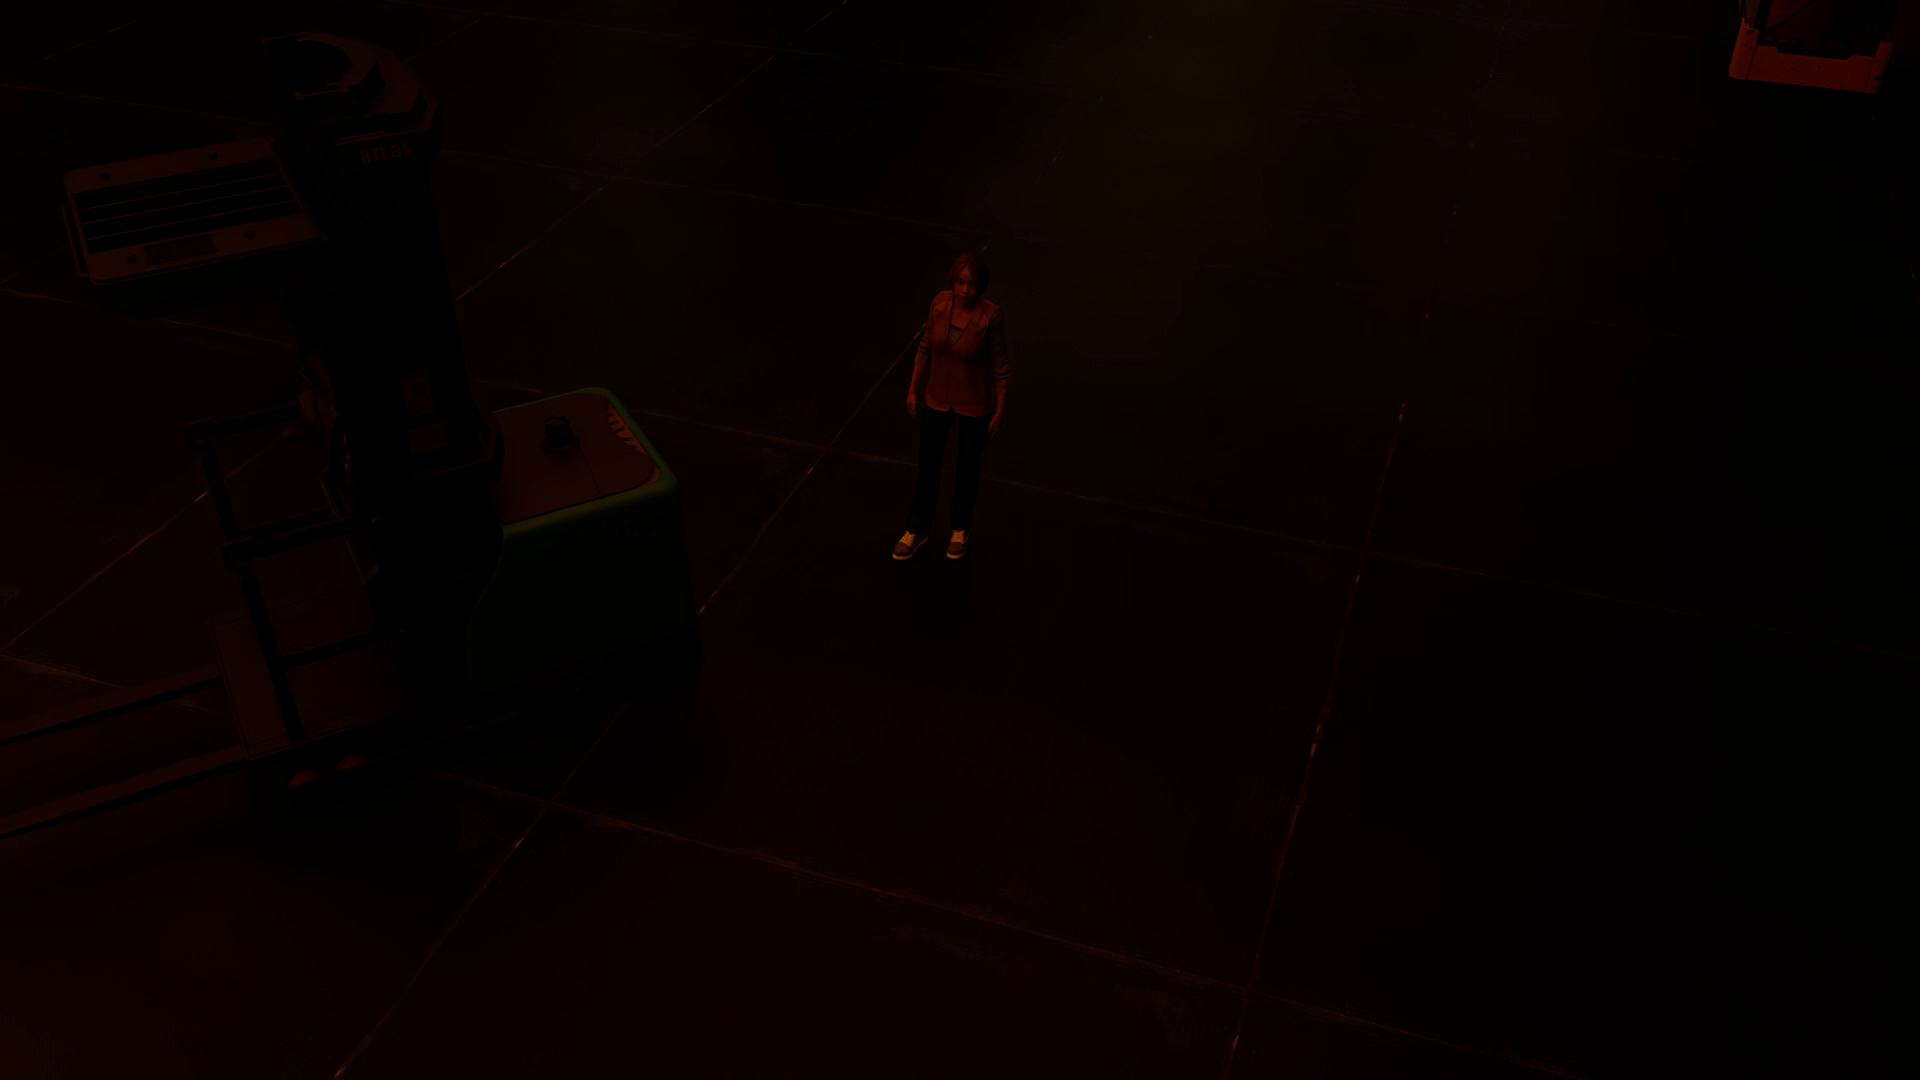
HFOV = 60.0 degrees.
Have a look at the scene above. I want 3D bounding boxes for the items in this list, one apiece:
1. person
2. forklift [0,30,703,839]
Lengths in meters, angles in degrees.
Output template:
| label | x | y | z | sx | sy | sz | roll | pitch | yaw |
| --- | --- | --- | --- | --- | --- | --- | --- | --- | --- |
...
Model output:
| label | x | y | z | sx | sy | sz | roll | pitch | yaw |
| --- | --- | --- | --- | --- | --- | --- | --- | --- | --- |
| person | -0.038 | -0.620 | 8.125 | 0.520 | 1.599 | 0.473 | 12 | 37 | 16 |
| forklift | -2.741 | -0.409 | 6.688 | 3.031 | 2.935 | 1.130 | -18 | 39 | -23 |
